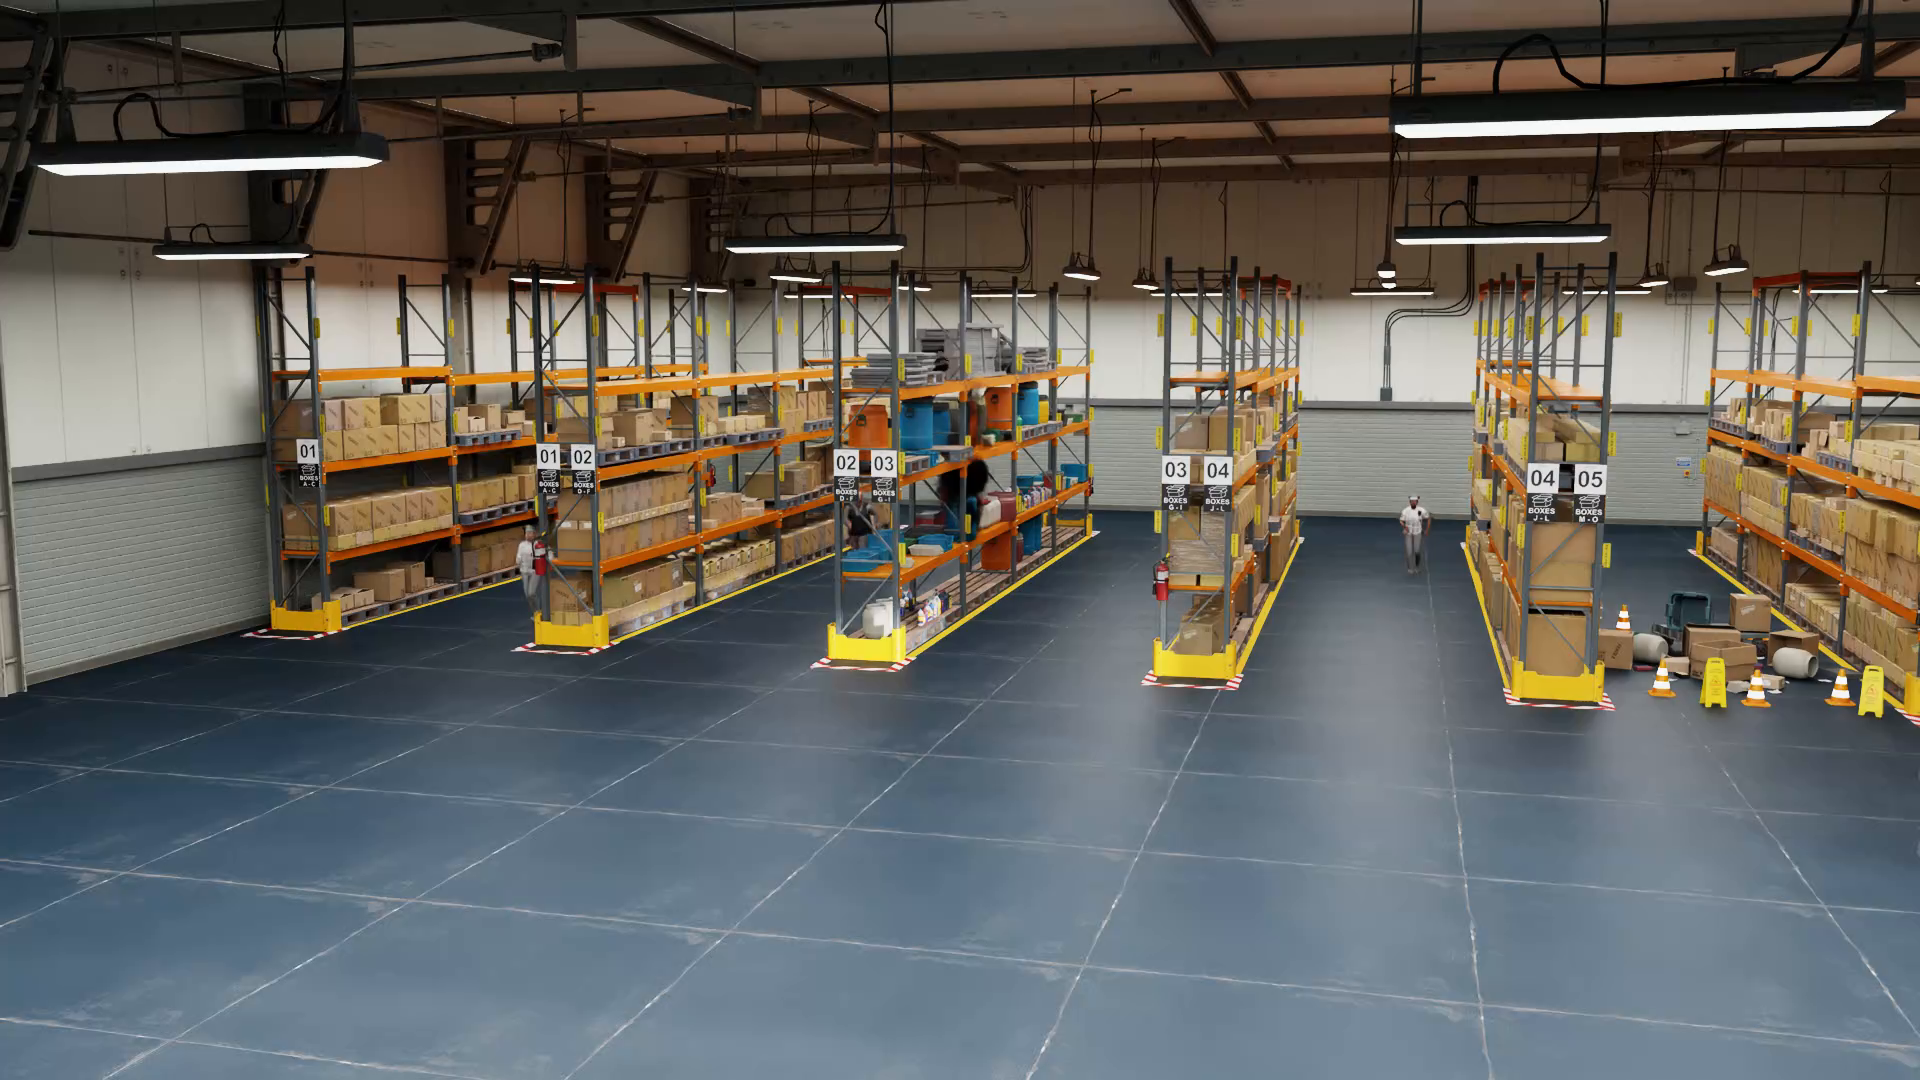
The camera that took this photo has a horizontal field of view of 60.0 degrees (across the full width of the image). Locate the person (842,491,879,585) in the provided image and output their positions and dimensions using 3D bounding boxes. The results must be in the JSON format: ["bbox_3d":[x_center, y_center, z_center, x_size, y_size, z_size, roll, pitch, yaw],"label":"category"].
[{"bbox_3d":[-1.878,-0.042,31.010,0.625,1.770,0.764,2,7,12],"label":"person"}]

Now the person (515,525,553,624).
[{"bbox_3d":[-7.306,0.585,28.318,0.595,1.705,0.629,2,7,14],"label":"person"}]

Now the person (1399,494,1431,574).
[{"bbox_3d":[9.236,-0.115,33.807,0.609,1.655,0.595,2,8,17],"label":"person"}]
